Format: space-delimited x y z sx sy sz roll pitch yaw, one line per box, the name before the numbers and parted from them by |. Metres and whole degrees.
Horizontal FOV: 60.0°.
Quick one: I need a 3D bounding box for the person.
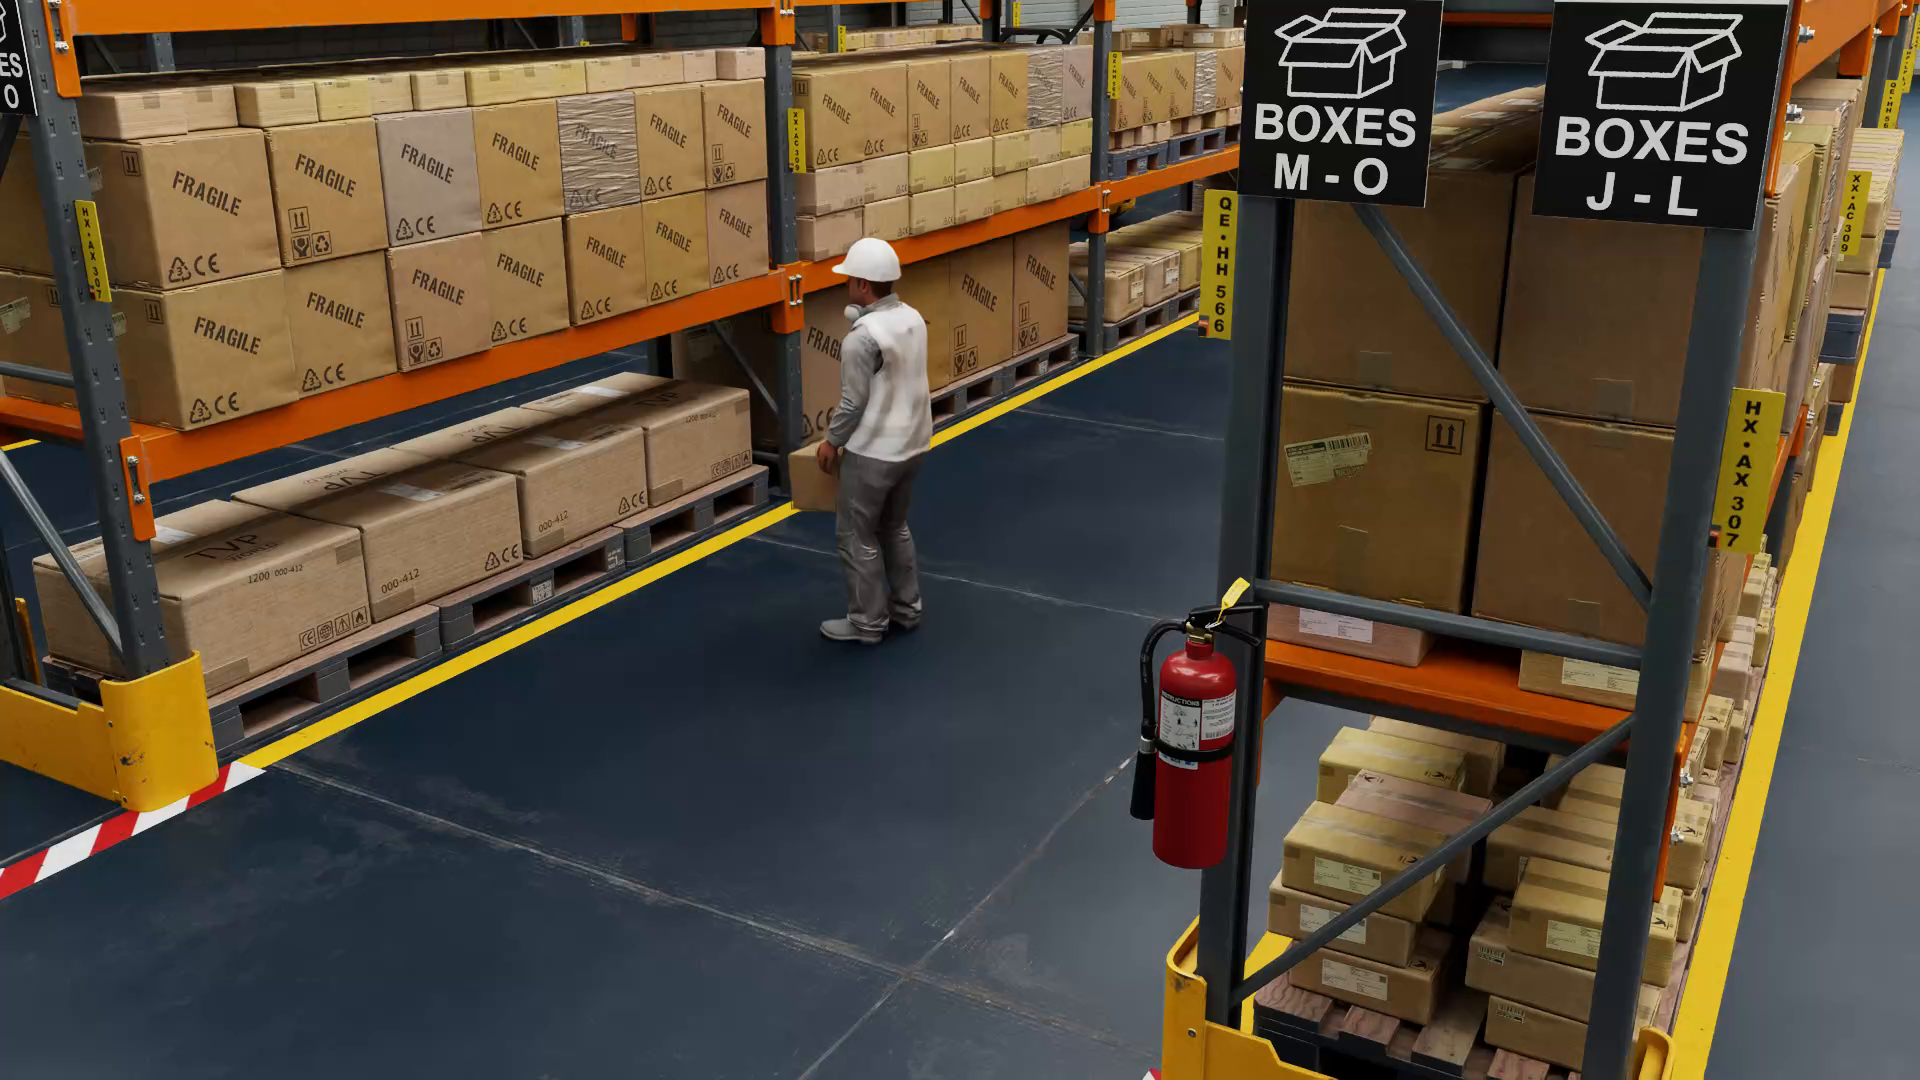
person | -0.366 -0.416 7.206 0.468 1.779 0.551 10 22 26
